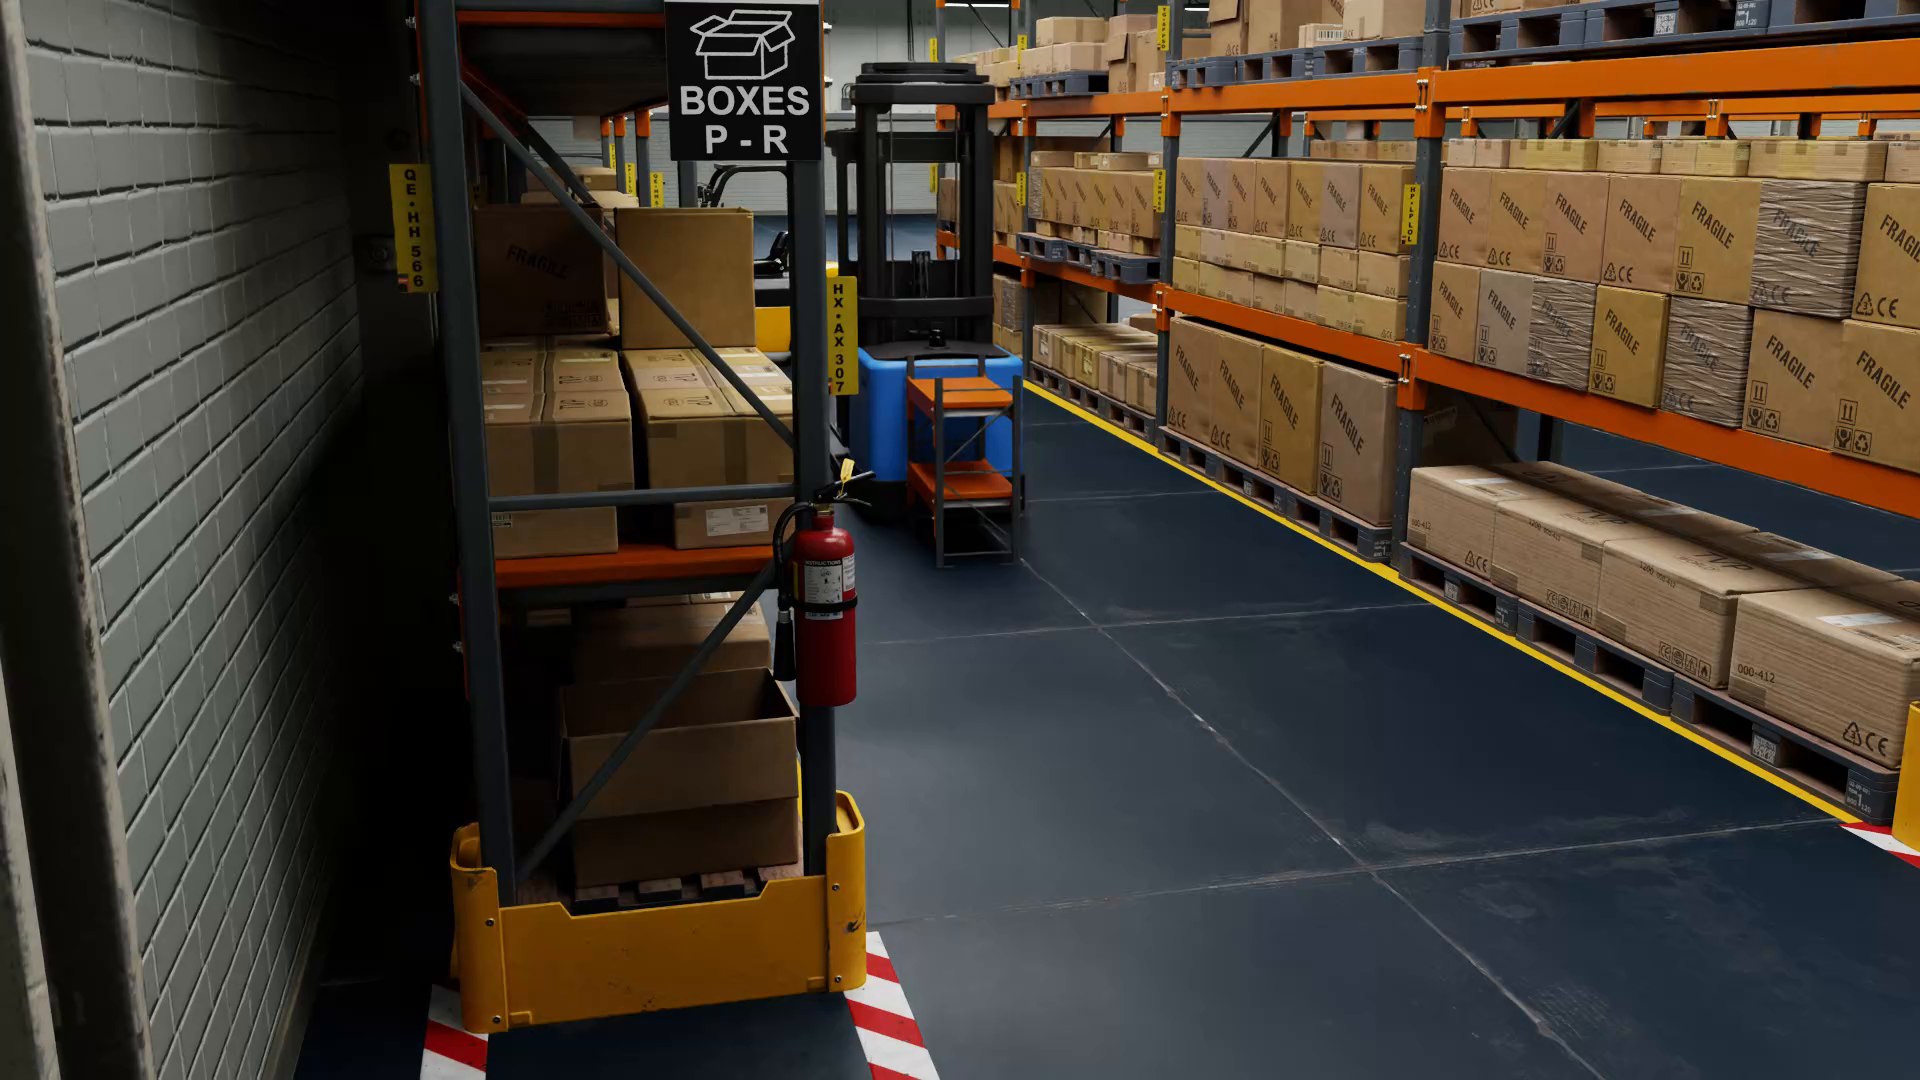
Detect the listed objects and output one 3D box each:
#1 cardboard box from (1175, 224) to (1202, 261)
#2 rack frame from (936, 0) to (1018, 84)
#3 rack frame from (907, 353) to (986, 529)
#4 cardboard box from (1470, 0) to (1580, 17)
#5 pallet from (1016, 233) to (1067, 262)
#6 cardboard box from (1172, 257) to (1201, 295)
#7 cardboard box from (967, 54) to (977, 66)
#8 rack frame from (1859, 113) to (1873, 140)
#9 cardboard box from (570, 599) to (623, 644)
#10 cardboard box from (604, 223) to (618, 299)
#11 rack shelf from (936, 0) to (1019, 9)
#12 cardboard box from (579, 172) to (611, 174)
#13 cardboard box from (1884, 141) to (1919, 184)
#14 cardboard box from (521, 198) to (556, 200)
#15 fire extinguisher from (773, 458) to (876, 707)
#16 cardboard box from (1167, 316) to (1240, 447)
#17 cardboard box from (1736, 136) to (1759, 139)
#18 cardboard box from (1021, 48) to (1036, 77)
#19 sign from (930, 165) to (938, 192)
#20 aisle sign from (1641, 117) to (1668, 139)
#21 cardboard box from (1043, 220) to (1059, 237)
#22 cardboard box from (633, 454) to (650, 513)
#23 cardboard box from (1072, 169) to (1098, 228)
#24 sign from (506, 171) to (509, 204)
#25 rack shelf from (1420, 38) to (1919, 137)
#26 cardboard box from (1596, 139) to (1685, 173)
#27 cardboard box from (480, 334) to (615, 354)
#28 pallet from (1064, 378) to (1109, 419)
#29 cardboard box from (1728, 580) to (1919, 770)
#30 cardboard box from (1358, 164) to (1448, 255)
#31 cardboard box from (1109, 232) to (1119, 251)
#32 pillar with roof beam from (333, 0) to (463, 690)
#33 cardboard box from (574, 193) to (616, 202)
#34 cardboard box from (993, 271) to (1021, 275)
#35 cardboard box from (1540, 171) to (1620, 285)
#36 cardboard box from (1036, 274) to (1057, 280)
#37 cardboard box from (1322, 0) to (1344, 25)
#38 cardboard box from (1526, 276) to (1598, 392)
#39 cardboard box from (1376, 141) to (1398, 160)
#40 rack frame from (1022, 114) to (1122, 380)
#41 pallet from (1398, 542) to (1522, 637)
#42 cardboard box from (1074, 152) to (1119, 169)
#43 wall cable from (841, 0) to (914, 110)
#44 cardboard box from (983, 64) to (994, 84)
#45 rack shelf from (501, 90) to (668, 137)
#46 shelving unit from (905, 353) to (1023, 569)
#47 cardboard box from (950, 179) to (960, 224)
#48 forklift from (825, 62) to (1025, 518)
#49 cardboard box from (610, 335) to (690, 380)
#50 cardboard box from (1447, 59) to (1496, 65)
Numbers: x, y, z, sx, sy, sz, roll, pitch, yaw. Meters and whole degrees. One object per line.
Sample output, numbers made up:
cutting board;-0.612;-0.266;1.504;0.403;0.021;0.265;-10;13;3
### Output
cardboard box;1.965;-2.273;12.674;0.500;0.250;0.500;-3;14;-14
rack frame;0.207;-6.994;20.092;1.000;3.000;0.127;-3;14;-13
rack frame;-0.086;-0.629;10.630;0.500;1.125;0.032;-3;14;-10
cardboard box;2.960;-2.922;8.440;0.500;0.500;0.500;-3;14;-12
pallet;1.185;-2.879;16.295;1.003;0.211;1.213;-3;14;-13
cardboard box;1.957;-2.034;12.748;0.500;0.250;0.500;-4;14;-14
cardboard box;0.286;-5.411;18.785;0.380;0.149;0.250;-3;14;-12
rack frame;10.780;-3.709;19.288;1.000;3.000;0.127;-3;14;-13
cardboard box;-1.317;0.314;7.202;0.700;0.500;0.500;-4;14;-15
cardboard box;-1.695;-1.410;8.783;0.700;0.500;0.500;-3;14;-12
rack shelf;0.677;-6.181;18.289;1.077;0.370;4.000;-3;14;-13
cardboard box;-3.682;-3.591;16.600;0.380;0.149;0.250;-4;14;-14
cardboard box;3.603;-1.366;6.016;0.380;0.149;0.250;-3;14;-12
cardboard box;-3.490;-2.795;13.971;0.380;0.149;0.250;-3;14;-13
fire extinguisher;-0.375;0.116;4.580;0.296;0.674;0.183;-3;14;-13
cardboard box;2.168;-1.242;12.781;0.875;0.875;0.875;-3;14;-14
cardboard box;10.057;-4.822;20.901;0.500;0.500;0.500;-3;14;-13
cardboard box;0.894;-4.588;15.996;0.500;0.250;0.500;-4;14;-15
sign;-0.320;-4.470;20.577;0.100;0.325;0.005;-3;14;-13
aisle sign;9.534;-5.892;22.746;0.394;0.787;0.004;-3;14;-13
cardboard box;1.020;-3.035;16.175;0.380;0.149;0.250;-3;14;-12
cardboard box;-0.870;-0.195;5.432;0.380;0.149;0.250;-3;14;-14
cardboard box;1.330;-3.081;14.996;0.500;0.500;0.500;-4;14;-15
sign;-4.216;-3.307;15.651;0.100;0.325;0.005;-3;14;-13
rack shelf;3.495;-1.957;7.314;1.077;0.370;4.000;-3;14;-13
cardboard box;3.196;-1.781;7.713;0.380;0.149;0.250;-3;14;-13
cardboard box;-1.579;-0.628;6.366;0.500;0.250;0.500;-3;14;-13
pallet;1.621;-1.340;15.469;1.003;0.211;1.213;-3;14;-13
cardboard box;3.713;0.506;6.550;0.875;0.438;0.875;-4;14;-15
cardboard box;2.677;-1.934;9.707;0.500;0.500;0.500;-3;14;-11
cardboard box;1.493;-2.550;14.190;0.380;0.149;0.250;-4;14;-16
pillar with roof beam;1.674;-3.977;7.744;9.100;9.000;0.400;-3;14;-13
cardboard box;-3.297;-3.058;15.048;0.380;0.149;0.250;-3;14;-13
cardboard box;0.505;-2.746;18.673;0.500;0.500;0.500;-3;14;-10
cardboard box;3.124;-1.486;7.873;0.500;0.500;0.500;-3;14;-12
cardboard box;1.133;-2.663;18.336;0.500;0.500;0.500;-3;14;-11
cardboard box;2.782;-3.553;11.234;0.500;0.500;0.500;-3;14;-13
cardboard box;3.106;-1.005;8.011;0.500;0.500;0.500;-3;14;-13
cardboard box;5.514;-4.515;19.995;0.875;0.550;0.500;-3;14;-13
rack frame;1.147;-3.157;17.027;1.000;3.000;0.127;-3;14;-13
pallet;3.128;0.223;9.068;1.003;0.211;1.213;-3;14;-13
cardboard box;1.269;-3.496;15.326;0.380;0.149;0.250;-2;14;-10
wall cable;-2.550;-16.357;51.251;2.305;6.003;0.169;-3;14;-13
cardboard box;0.556;-5.007;17.971;0.500;0.250;0.500;-4;14;-14
rack shelf;-2.268;-2.603;9.955;1.077;0.370;4.000;-3;14;-13
shelving unit;0.009;-0.510;10.145;0.538;1.125;1.048;-3;14;-10
cardboard box;0.174;-4.028;19.758;0.500;0.500;0.500;-3;14;-11
forklift;-0.355;-1.867;11.894;1.130;2.935;3.031;-3;14;-10
cardboard box;-1.085;-0.652;6.464;0.500;0.250;0.500;-4;14;-15
cardboard box;5.569;-5.336;18.223;0.500;0.250;0.500;-3;14;-14
